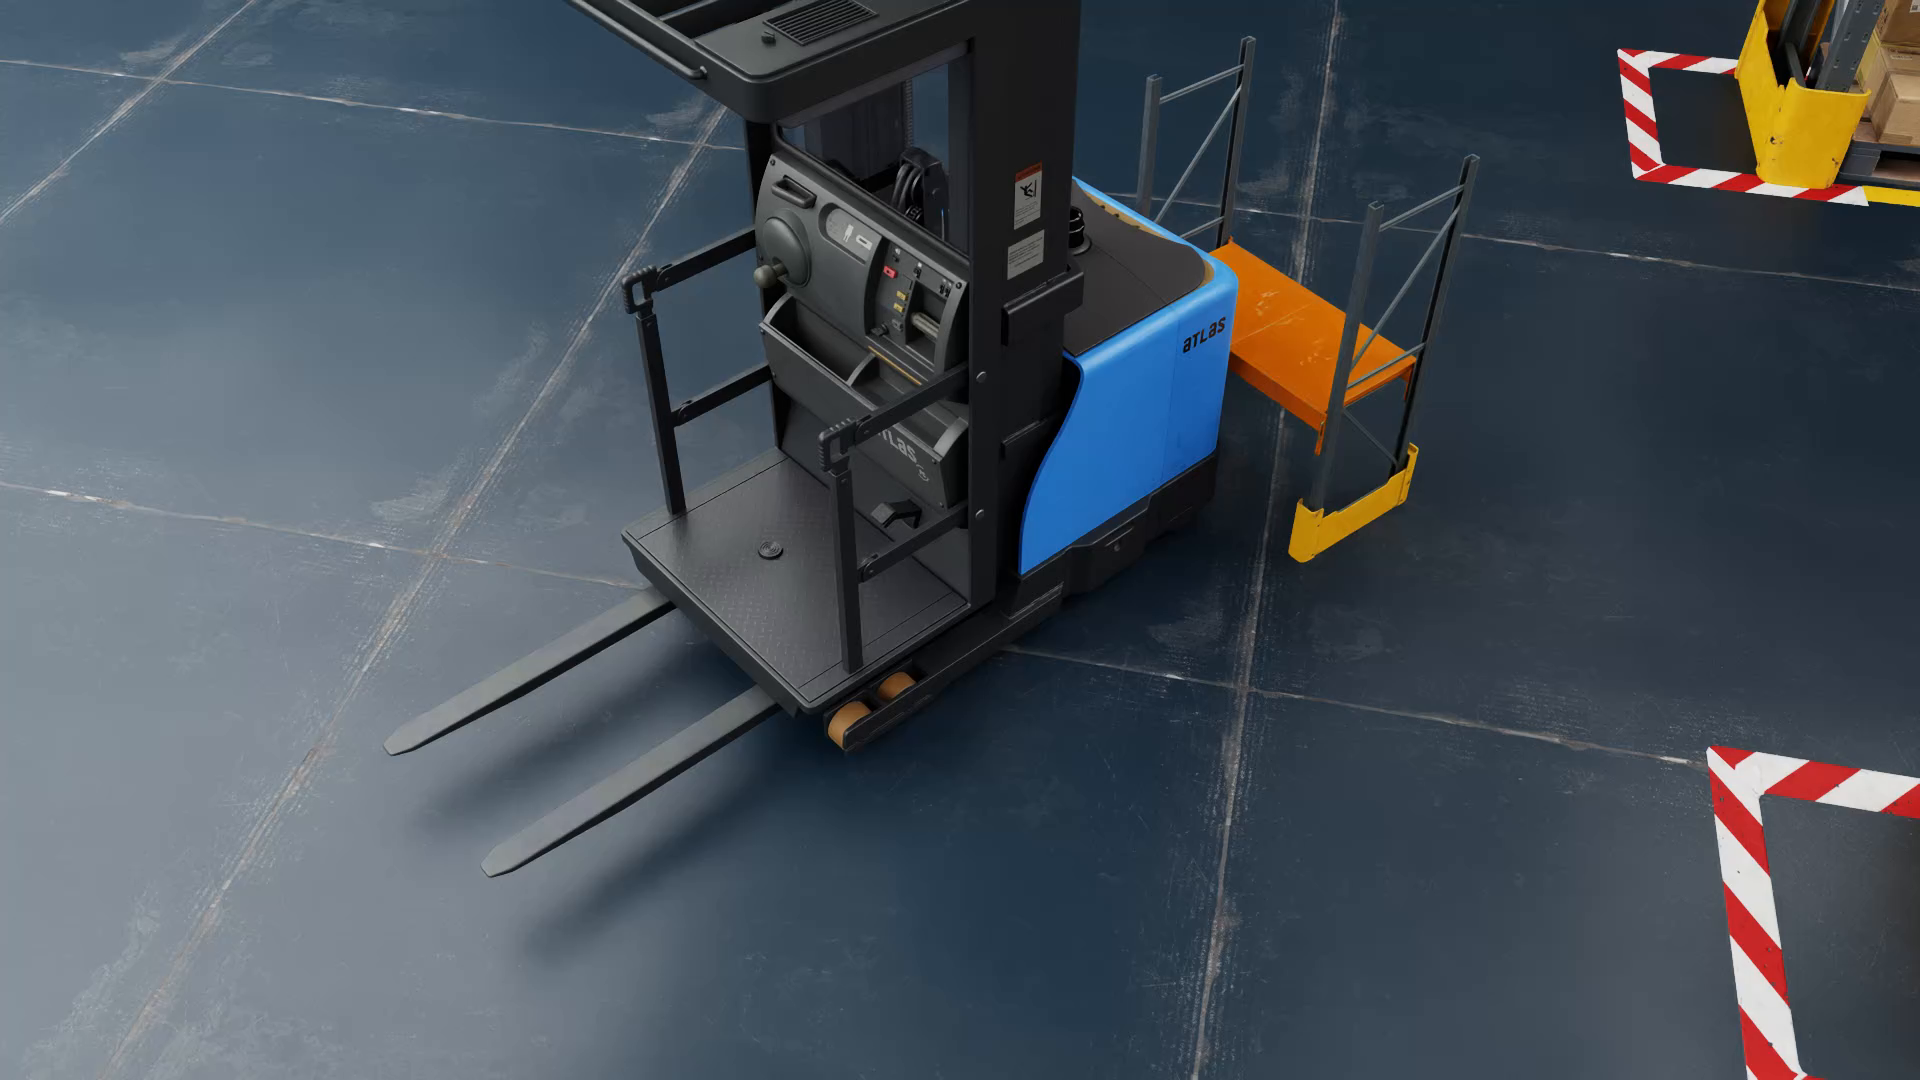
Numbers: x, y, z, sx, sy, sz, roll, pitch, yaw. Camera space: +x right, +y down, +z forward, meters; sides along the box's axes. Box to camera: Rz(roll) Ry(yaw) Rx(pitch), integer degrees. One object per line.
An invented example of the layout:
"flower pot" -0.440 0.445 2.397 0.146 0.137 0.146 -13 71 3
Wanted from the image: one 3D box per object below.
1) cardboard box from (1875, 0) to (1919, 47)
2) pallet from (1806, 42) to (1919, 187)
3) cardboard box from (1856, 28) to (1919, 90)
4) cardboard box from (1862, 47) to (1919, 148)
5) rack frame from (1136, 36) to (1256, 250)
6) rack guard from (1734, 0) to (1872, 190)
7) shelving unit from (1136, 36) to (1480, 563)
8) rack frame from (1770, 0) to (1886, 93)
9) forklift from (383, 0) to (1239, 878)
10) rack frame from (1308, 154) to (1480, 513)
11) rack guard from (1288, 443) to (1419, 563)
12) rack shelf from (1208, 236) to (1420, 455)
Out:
"cardboard box" 4.774 -2.726 8.059 0.500 0.500 0.500 9 45 9
"pallet" 4.941 -2.083 8.262 1.213 0.211 1.003 9 45 9
"cardboard box" 4.774 -2.455 8.317 0.500 0.250 0.500 9 45 9
"cardboard box" 4.661 -2.104 7.953 0.500 0.250 0.500 9 45 9
"rack frame" 0.853 -1.155 6.369 0.500 1.500 0.032 -28 51 -26
"rack guard" 4.163 -2.278 8.257 0.348 0.500 1.175 9 45 9
"shelving unit" 1.169 -0.871 6.074 0.587 1.500 1.083 -28 51 -26
"rack frame" 4.186 -3.175 7.386 0.127 3.000 1.000 9 45 9
"forklift" -0.470 -0.769 4.935 3.031 2.935 1.130 -31 52 -28
"rack frame" 1.474 -0.597 5.789 0.500 1.500 0.032 -28 51 -26
"rack guard" 1.473 -0.147 6.223 0.587 0.250 0.087 -28 51 -26
"rack shelf" 1.163 -0.747 6.203 0.538 0.185 1.000 -28 51 -26
